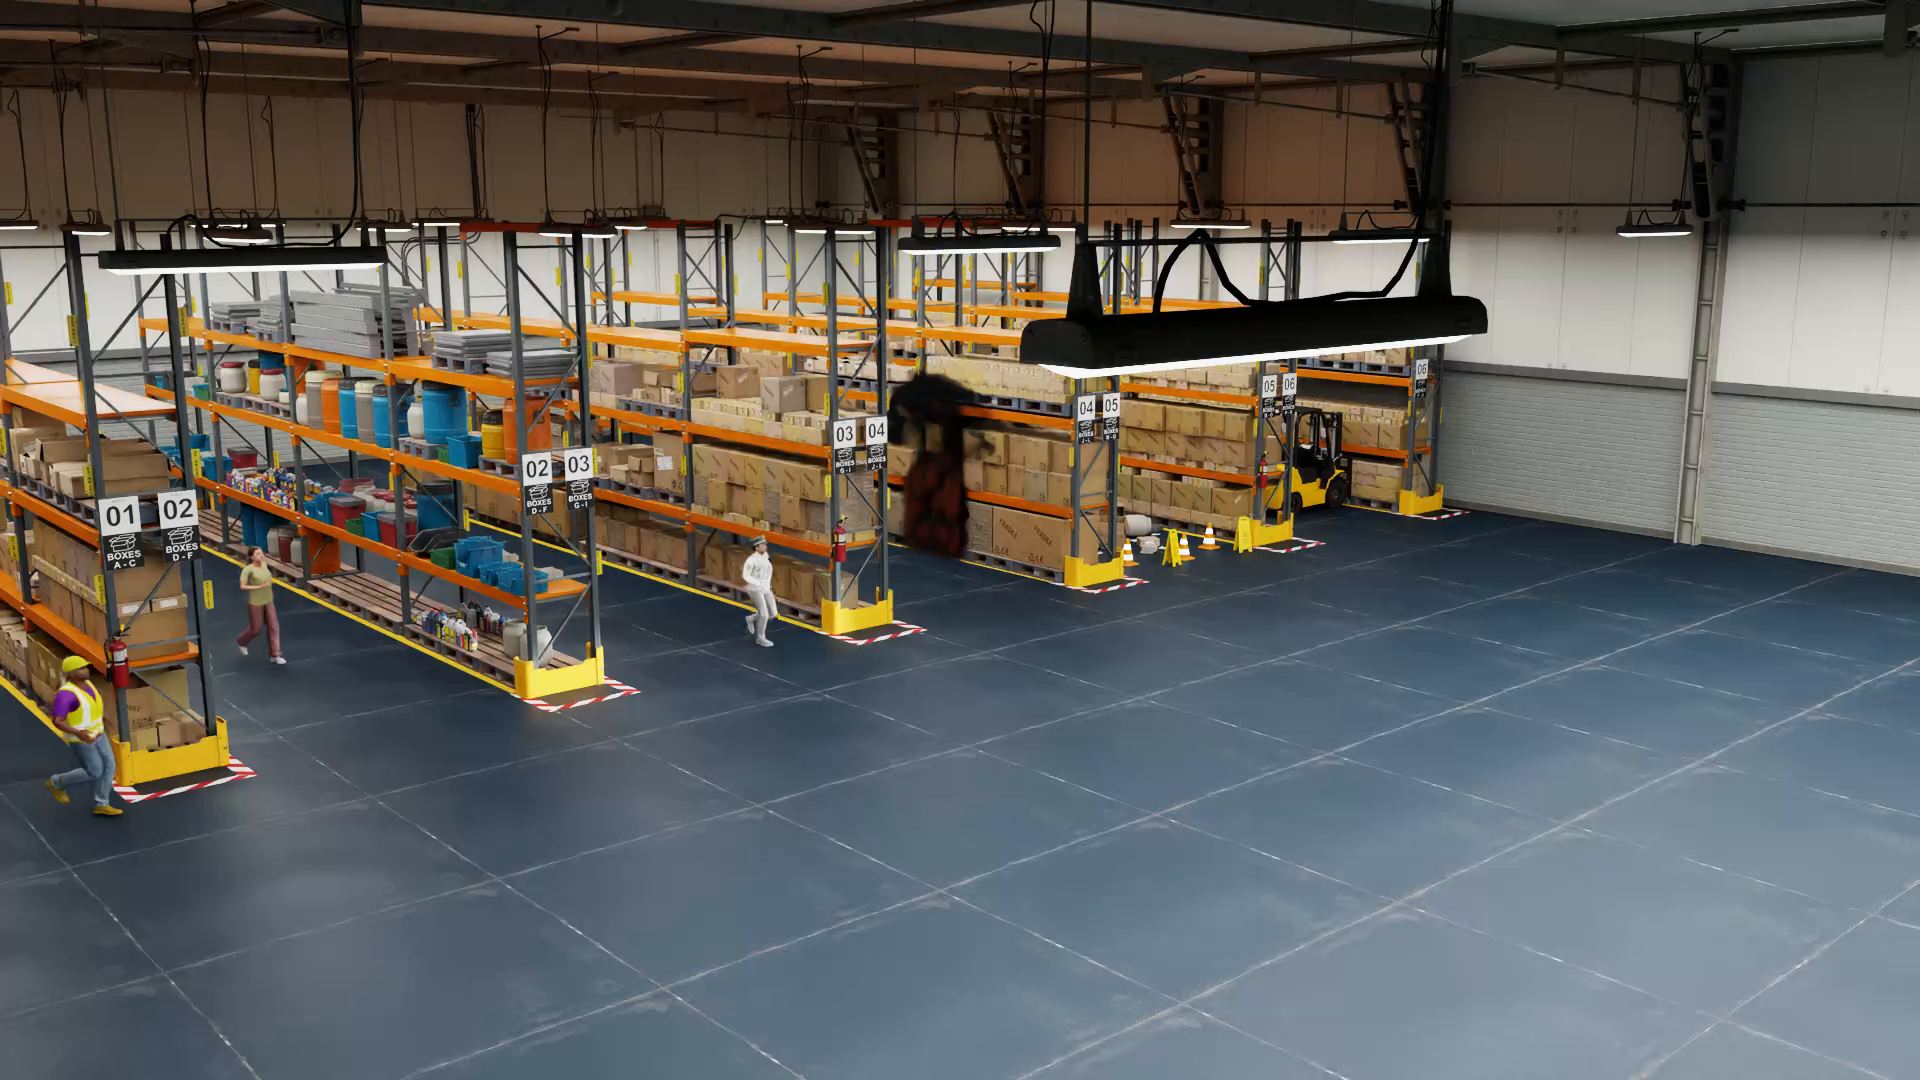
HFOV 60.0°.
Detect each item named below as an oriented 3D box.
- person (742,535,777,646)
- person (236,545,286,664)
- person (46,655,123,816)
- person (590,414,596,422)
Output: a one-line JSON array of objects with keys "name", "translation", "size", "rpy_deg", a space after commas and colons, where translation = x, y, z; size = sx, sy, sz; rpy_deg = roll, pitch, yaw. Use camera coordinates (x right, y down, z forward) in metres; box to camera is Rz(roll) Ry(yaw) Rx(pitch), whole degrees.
[{"name": "person", "translation": [-2.927, 0.729, 24.156], "size": [0.568, 1.660, 0.613], "rpy_deg": [6, 13, 29]}, {"name": "person", "translation": [-9.790, 0.894, 23.192], "size": [0.904, 1.635, 0.592], "rpy_deg": [6, 13, 27]}, {"name": "person", "translation": [-9.201, 2.049, 17.406], "size": [0.720, 1.738, 0.700], "rpy_deg": [0, 11, 1]}, {"name": "person", "translation": [-9.026, -2.675, 40.923], "size": [0.641, 1.770, 0.735], "rpy_deg": [6, 13, 25]}]
